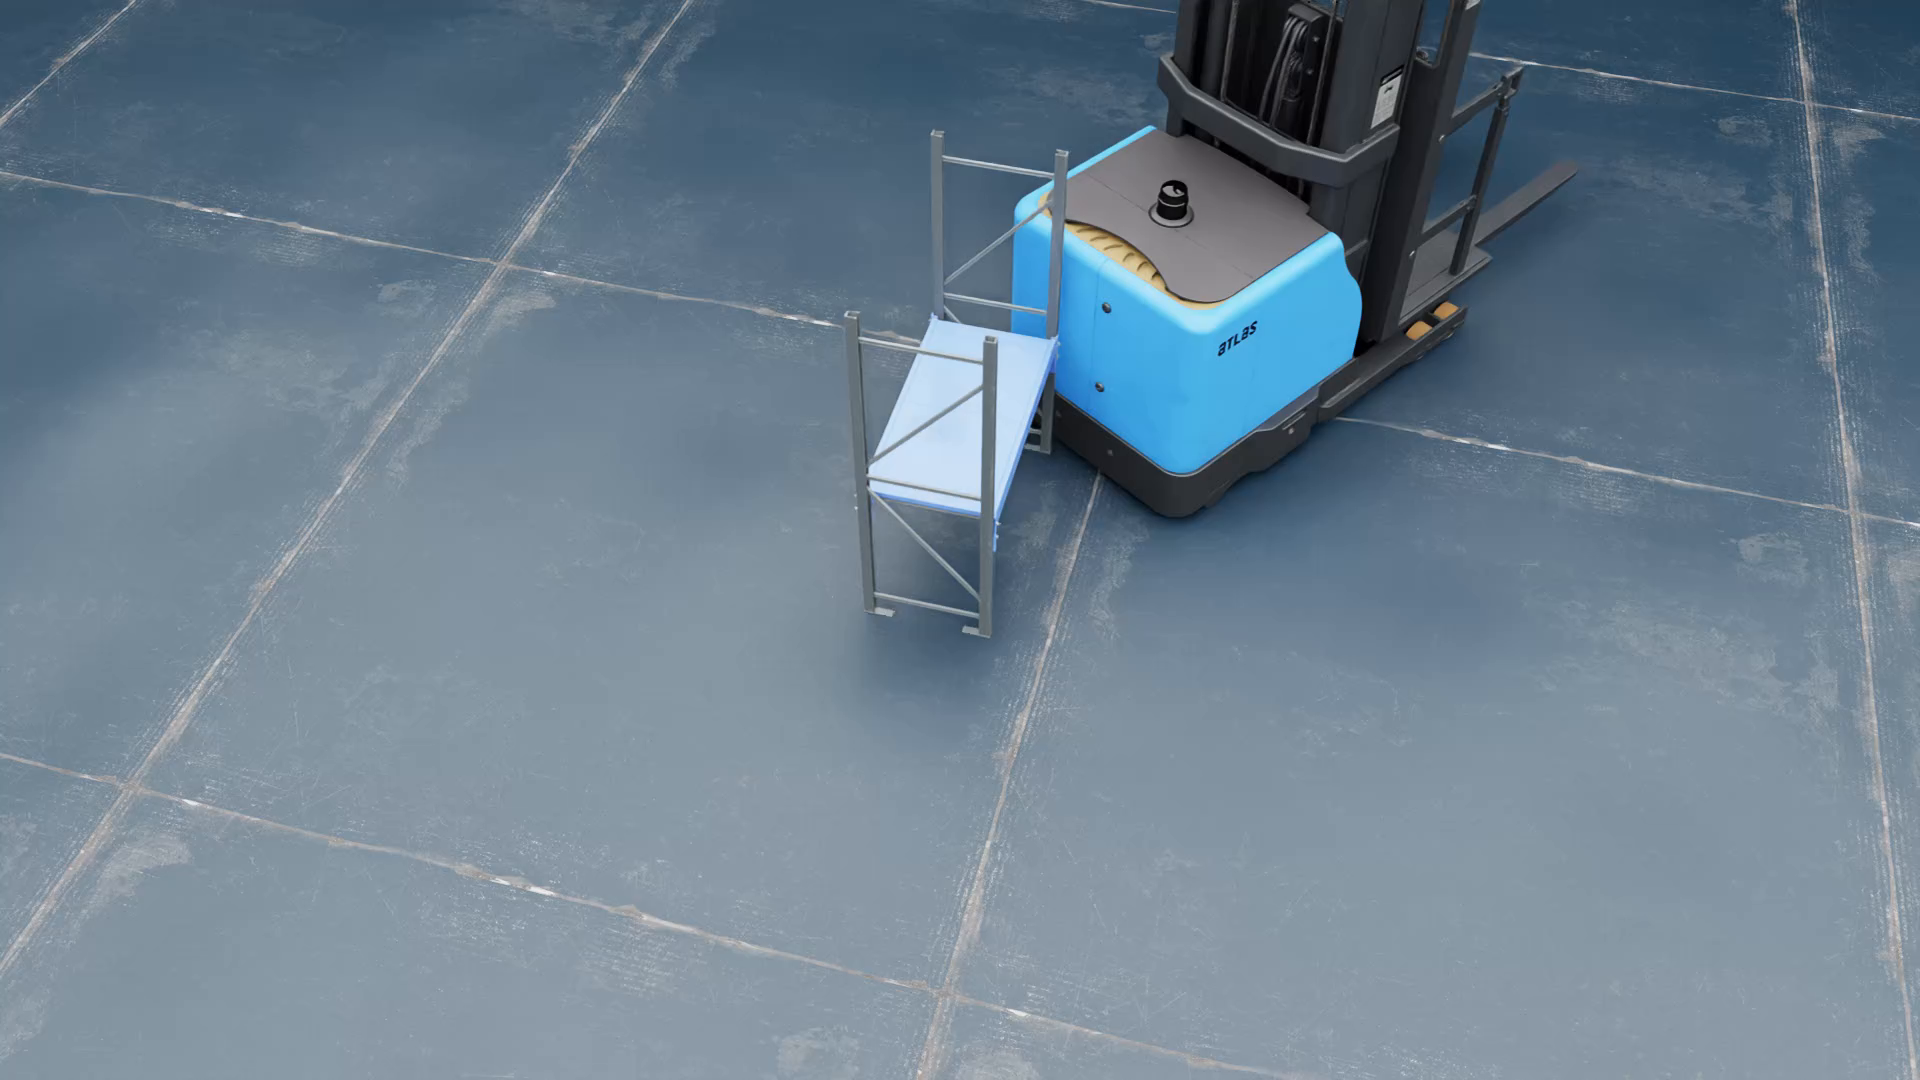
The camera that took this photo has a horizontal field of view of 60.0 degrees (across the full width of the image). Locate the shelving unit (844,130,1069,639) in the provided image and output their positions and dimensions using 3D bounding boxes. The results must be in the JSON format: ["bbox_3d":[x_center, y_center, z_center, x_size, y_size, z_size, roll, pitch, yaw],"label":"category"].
[{"bbox_3d":[0.008,-0.547,6.152,0.538,1.500,1.048,11,50,10],"label":"shelving unit"}]

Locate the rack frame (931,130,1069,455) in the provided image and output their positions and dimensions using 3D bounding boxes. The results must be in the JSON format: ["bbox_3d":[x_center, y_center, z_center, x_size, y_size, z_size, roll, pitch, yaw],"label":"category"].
[{"bbox_3d":[0.140,-0.915,6.476,0.500,1.500,0.032,11,50,10],"label":"rack frame"}]

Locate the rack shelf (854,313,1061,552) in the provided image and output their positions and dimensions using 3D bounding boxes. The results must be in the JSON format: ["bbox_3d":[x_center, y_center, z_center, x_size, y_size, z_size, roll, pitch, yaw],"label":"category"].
[{"bbox_3d":[0.008,-0.428,6.286,0.538,0.185,1.000,11,50,10],"label":"rack shelf"}]

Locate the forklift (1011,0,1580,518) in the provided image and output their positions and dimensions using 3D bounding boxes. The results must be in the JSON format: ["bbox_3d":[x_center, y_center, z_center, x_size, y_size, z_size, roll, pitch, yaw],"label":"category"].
[{"bbox_3d":[1.623,-2.034,6.509,3.031,2.935,1.130,-34,57,-26],"label":"forklift"}]

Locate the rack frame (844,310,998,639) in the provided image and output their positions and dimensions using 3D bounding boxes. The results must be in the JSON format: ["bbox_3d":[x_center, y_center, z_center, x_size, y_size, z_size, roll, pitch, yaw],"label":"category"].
[{"bbox_3d":[-0.124,-0.179,5.827,0.500,1.500,0.032,11,50,10],"label":"rack frame"}]
